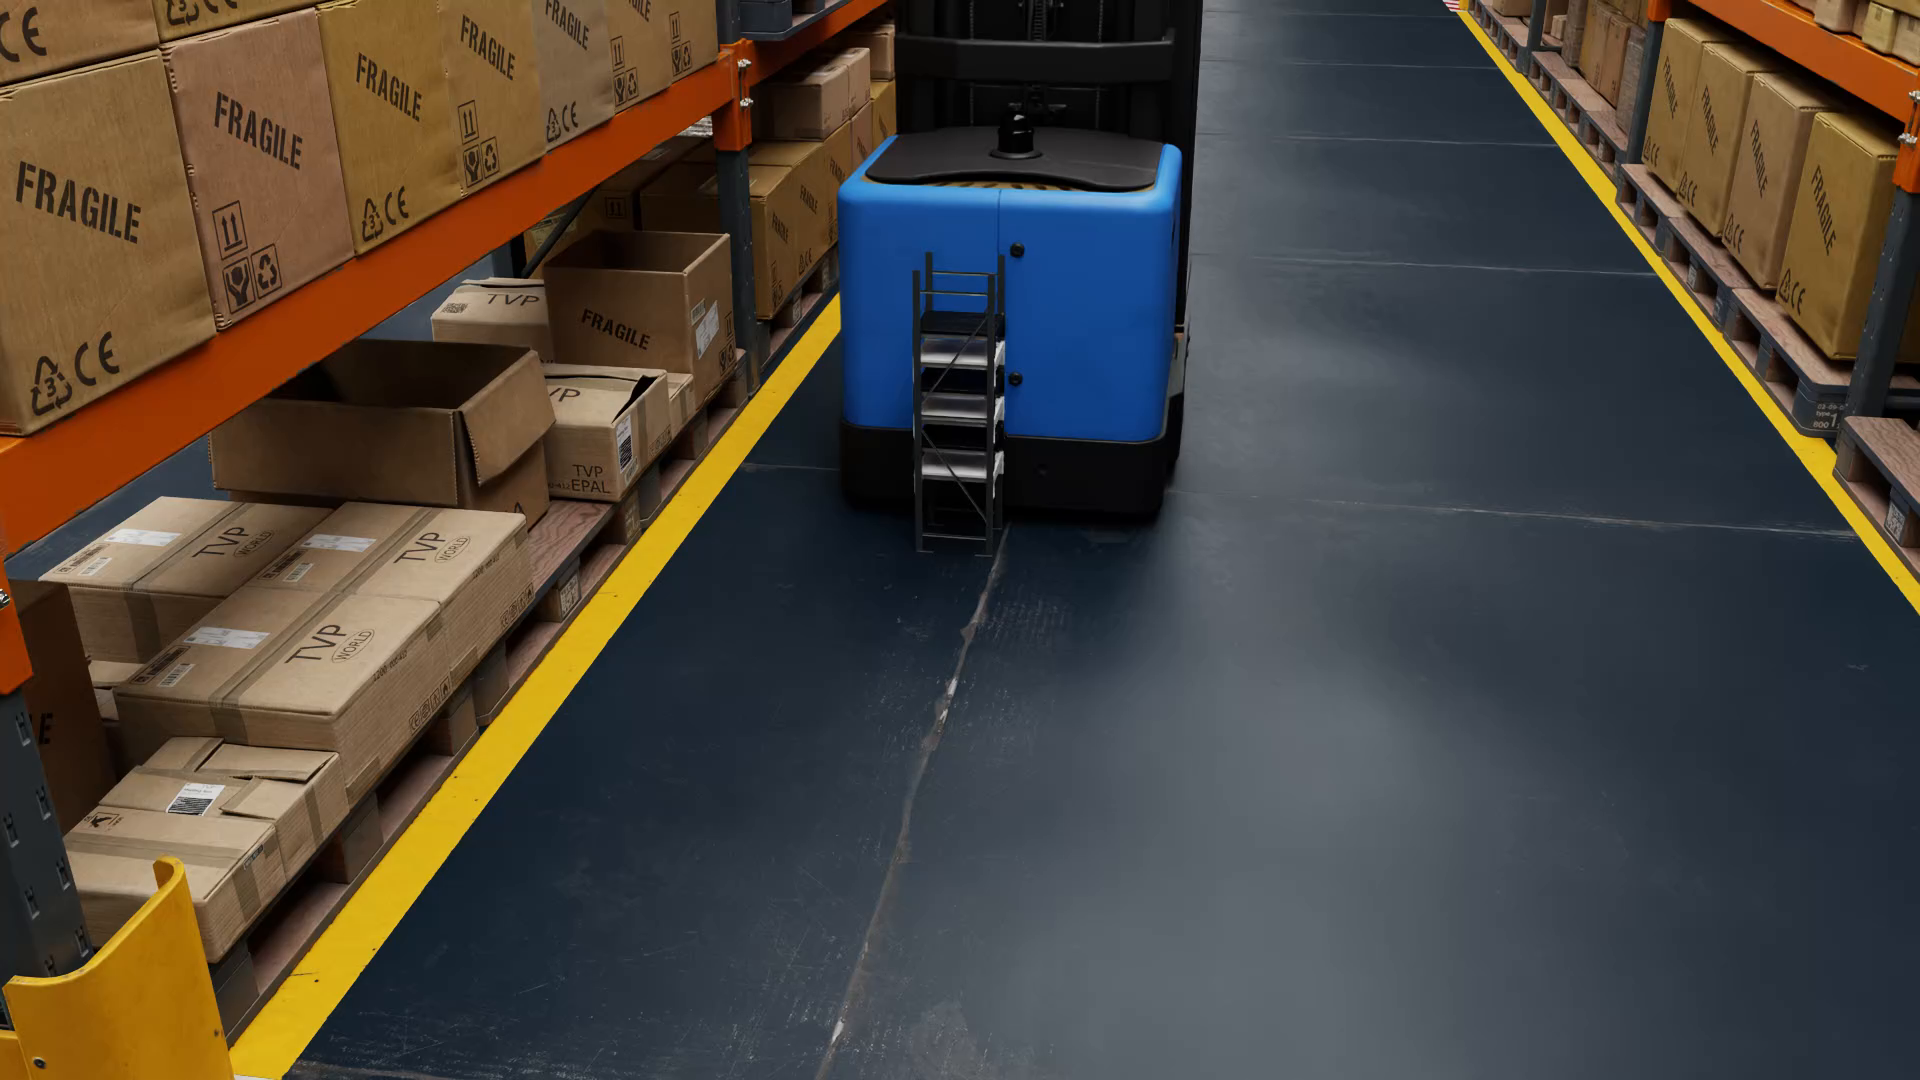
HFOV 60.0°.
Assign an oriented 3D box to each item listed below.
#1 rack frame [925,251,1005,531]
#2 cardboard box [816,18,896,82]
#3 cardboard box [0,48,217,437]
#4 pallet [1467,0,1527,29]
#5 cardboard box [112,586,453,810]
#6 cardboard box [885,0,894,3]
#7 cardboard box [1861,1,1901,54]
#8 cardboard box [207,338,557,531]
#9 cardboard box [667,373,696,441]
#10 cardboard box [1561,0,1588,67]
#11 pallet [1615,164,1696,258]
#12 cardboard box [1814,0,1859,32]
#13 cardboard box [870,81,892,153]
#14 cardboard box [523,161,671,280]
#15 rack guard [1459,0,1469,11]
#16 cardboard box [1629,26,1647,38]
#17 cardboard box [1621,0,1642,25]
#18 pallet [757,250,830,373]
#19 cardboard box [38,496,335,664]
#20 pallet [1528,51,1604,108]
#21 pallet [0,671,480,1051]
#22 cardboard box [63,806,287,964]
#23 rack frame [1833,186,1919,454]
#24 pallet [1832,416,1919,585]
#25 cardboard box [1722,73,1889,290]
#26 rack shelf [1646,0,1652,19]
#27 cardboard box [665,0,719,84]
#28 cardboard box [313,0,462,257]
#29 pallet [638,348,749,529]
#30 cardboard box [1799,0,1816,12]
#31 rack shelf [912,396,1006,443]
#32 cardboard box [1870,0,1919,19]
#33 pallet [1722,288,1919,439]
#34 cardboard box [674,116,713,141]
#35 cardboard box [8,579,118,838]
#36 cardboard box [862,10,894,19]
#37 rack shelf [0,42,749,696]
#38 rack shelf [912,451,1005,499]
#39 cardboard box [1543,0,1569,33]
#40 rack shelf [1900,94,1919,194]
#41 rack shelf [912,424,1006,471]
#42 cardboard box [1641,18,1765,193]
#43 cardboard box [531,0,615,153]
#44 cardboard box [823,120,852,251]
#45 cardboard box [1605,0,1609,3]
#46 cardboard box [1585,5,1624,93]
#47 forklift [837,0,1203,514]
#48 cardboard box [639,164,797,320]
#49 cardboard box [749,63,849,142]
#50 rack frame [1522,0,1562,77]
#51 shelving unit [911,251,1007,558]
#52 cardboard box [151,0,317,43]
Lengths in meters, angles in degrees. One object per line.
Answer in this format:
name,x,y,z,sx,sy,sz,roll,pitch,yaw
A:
rack frame,0.015,-0.447,5.143,0.240,0.900,0.006,4,25,9
cardboard box,-0.558,-2.611,8.835,0.500,0.250,0.500,5,26,11
cardboard box,-1.606,-0.502,2.667,0.500,0.500,0.500,5,25,10
pallet,5.384,-5.008,15.699,1.003,0.211,1.213,4,25,9
cardboard box,-1.488,0.340,3.711,0.500,0.250,0.500,4,25,9
cardboard box,-0.541,-3.709,11.721,0.500,0.311,0.500,5,25,10
cardboard box,3.397,-1.784,5.796,0.380,0.149,0.250,4,25,9
cardboard box,-1.587,-0.245,4.661,0.797,0.503,0.637,4,25,9
cardboard box,-1.100,-0.452,5.520,0.380,0.149,0.250,4,25,9
cardboard box,4.806,-3.725,12.099,0.700,0.500,0.500,5,26,10
pallet,4.053,-1.706,8.646,1.003,0.211,1.213,4,25,9
cardboard box,3.469,-2.004,6.266,0.380,0.149,0.250,4,25,9
cardboard box,-0.637,-2.079,8.582,0.500,0.500,0.500,3,25,7
cardboard box,-1.487,-1.256,6.824,0.500,0.500,0.500,4,25,8
rack guard,5.552,-5.476,16.359,1.175,0.500,0.348,4,25,9
cardboard box,4.522,-2.873,10.279,0.700,0.500,0.500,4,25,8
cardboard box,4.557,-3.455,10.638,0.500,0.250,0.500,4,25,8
pallet,-1.189,-1.042,7.228,1.003,0.211,1.213,4,25,9
cardboard box,-1.908,0.117,4.187,0.500,0.250,0.500,4,25,9
pallet,4.784,-3.378,12.218,1.003,0.211,1.213,4,25,9
pallet,-1.797,0.608,3.702,1.003,0.211,1.213,4,25,9
cardboard box,-1.531,0.651,3.165,0.380,0.149,0.250,4,25,9
rack frame,3.603,-1.621,5.174,1.000,3.000,0.127,4,25,9
pallet,3.401,-0.045,5.098,1.003,0.211,1.213,4,25,9
cardboard box,3.723,-1.490,6.936,0.750,0.750,0.750,5,26,10
rack shelf,4.583,-3.804,10.688,1.077,0.370,4.000,4,25,9
cardboard box,-1.113,-1.781,5.399,0.500,0.500,0.500,4,25,9
cardboard box,-1.442,-0.928,3.576,0.500,0.500,0.500,4,25,8
pallet,-1.398,-0.412,5.882,1.003,0.211,1.213,4,25,9
cardboard box,3.630,-2.205,6.696,0.380,0.149,0.250,3,25,7
rack shelf,-0.001,-0.374,5.066,0.258,0.077,0.200,4,25,9
cardboard box,3.430,-2.020,5.536,0.500,0.500,0.500,4,25,8
pallet,3.655,-0.686,6.466,1.003,0.211,1.213,4,25,9
cardboard box,-1.316,-1.672,7.713,0.500,0.500,0.500,4,25,9
cardboard box,-2.093,0.399,3.289,0.500,0.500,0.500,4,25,9
cardboard box,-0.710,-3.288,10.823,0.500,0.311,0.500,4,25,8
rack shelf,-1.612,-0.800,4.270,1.077,0.370,4.000,4,25,9
rack shelf,-0.001,-0.211,5.142,0.258,0.077,0.200,4,25,9
cardboard box,5.040,-4.471,13.693,0.500,0.500,0.500,2,25,5
rack shelf,3.276,-0.459,3.540,1.077,0.370,4.000,4,25,9
rack shelf,-0.001,-0.292,5.104,0.258,0.077,0.200,4,25,9
cardboard box,4.007,-2.212,8.478,0.750,0.750,0.750,4,25,8
cardboard box,-1.278,-1.350,4.478,0.500,0.500,0.500,5,25,10
cardboard box,-0.800,-1.647,7.661,0.500,0.500,0.500,4,25,9
cardboard box,4.738,-3.880,11.546,0.500,0.250,0.500,3,25,7
cardboard box,4.648,-3.295,11.180,0.700,0.500,0.500,4,25,9
forklift,0.349,-2.007,6.081,1.130,2.935,3.031,4,25,8
cardboard box,-0.965,-1.215,6.737,0.500,0.500,0.500,3,25,6
cardboard box,-0.802,-1.973,7.472,0.500,0.250,0.500,4,25,9
rack frame,4.910,-4.967,12.323,1.000,3.000,0.127,4,25,9
shelving unit,-0.001,-0.404,5.052,0.258,0.900,0.210,4,25,9
cardboard box,-1.528,-1.174,2.923,0.500,0.500,0.500,4,25,9
